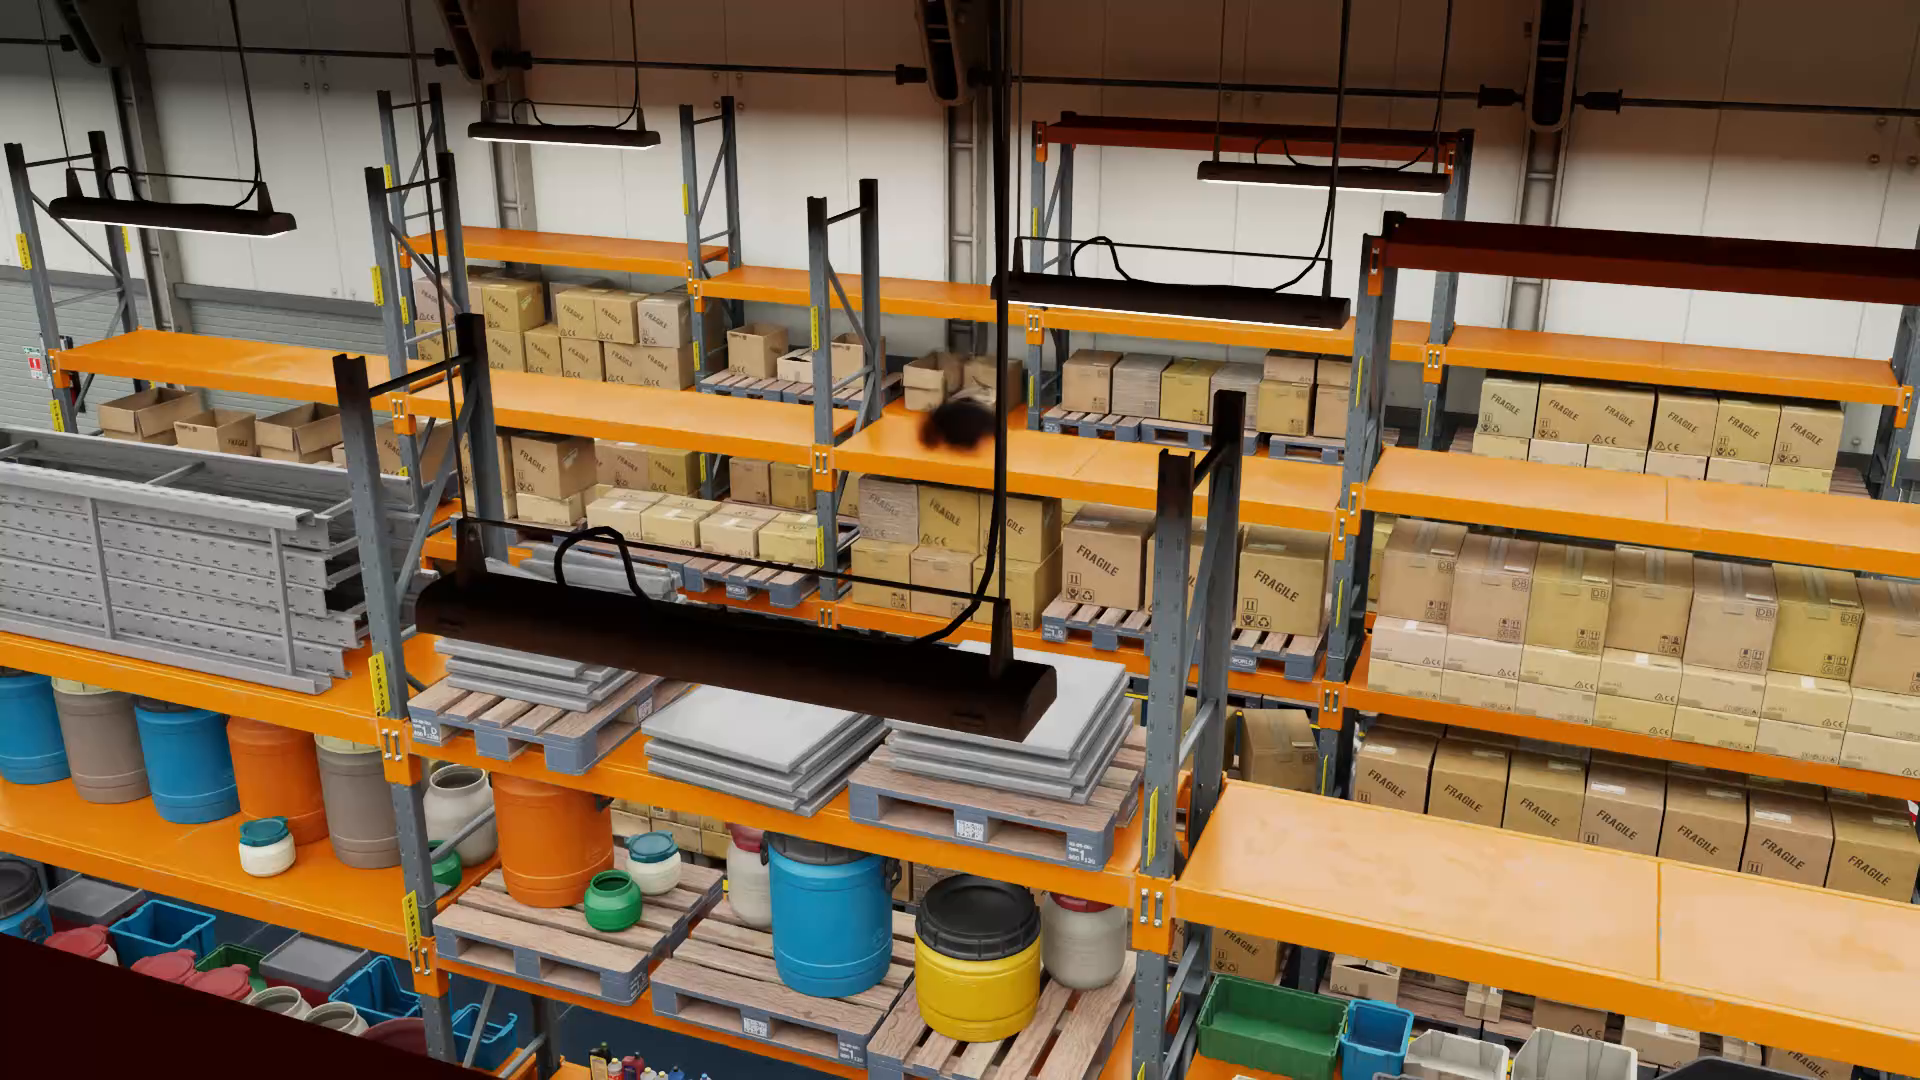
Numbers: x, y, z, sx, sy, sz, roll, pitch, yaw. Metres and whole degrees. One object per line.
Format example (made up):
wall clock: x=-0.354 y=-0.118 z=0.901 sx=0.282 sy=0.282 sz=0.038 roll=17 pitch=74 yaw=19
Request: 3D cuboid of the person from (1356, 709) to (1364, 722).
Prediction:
person: x=3.382 y=2.150 z=14.387 sx=0.648 sy=1.739 sz=0.365 roll=9 pitch=23 yaw=23
